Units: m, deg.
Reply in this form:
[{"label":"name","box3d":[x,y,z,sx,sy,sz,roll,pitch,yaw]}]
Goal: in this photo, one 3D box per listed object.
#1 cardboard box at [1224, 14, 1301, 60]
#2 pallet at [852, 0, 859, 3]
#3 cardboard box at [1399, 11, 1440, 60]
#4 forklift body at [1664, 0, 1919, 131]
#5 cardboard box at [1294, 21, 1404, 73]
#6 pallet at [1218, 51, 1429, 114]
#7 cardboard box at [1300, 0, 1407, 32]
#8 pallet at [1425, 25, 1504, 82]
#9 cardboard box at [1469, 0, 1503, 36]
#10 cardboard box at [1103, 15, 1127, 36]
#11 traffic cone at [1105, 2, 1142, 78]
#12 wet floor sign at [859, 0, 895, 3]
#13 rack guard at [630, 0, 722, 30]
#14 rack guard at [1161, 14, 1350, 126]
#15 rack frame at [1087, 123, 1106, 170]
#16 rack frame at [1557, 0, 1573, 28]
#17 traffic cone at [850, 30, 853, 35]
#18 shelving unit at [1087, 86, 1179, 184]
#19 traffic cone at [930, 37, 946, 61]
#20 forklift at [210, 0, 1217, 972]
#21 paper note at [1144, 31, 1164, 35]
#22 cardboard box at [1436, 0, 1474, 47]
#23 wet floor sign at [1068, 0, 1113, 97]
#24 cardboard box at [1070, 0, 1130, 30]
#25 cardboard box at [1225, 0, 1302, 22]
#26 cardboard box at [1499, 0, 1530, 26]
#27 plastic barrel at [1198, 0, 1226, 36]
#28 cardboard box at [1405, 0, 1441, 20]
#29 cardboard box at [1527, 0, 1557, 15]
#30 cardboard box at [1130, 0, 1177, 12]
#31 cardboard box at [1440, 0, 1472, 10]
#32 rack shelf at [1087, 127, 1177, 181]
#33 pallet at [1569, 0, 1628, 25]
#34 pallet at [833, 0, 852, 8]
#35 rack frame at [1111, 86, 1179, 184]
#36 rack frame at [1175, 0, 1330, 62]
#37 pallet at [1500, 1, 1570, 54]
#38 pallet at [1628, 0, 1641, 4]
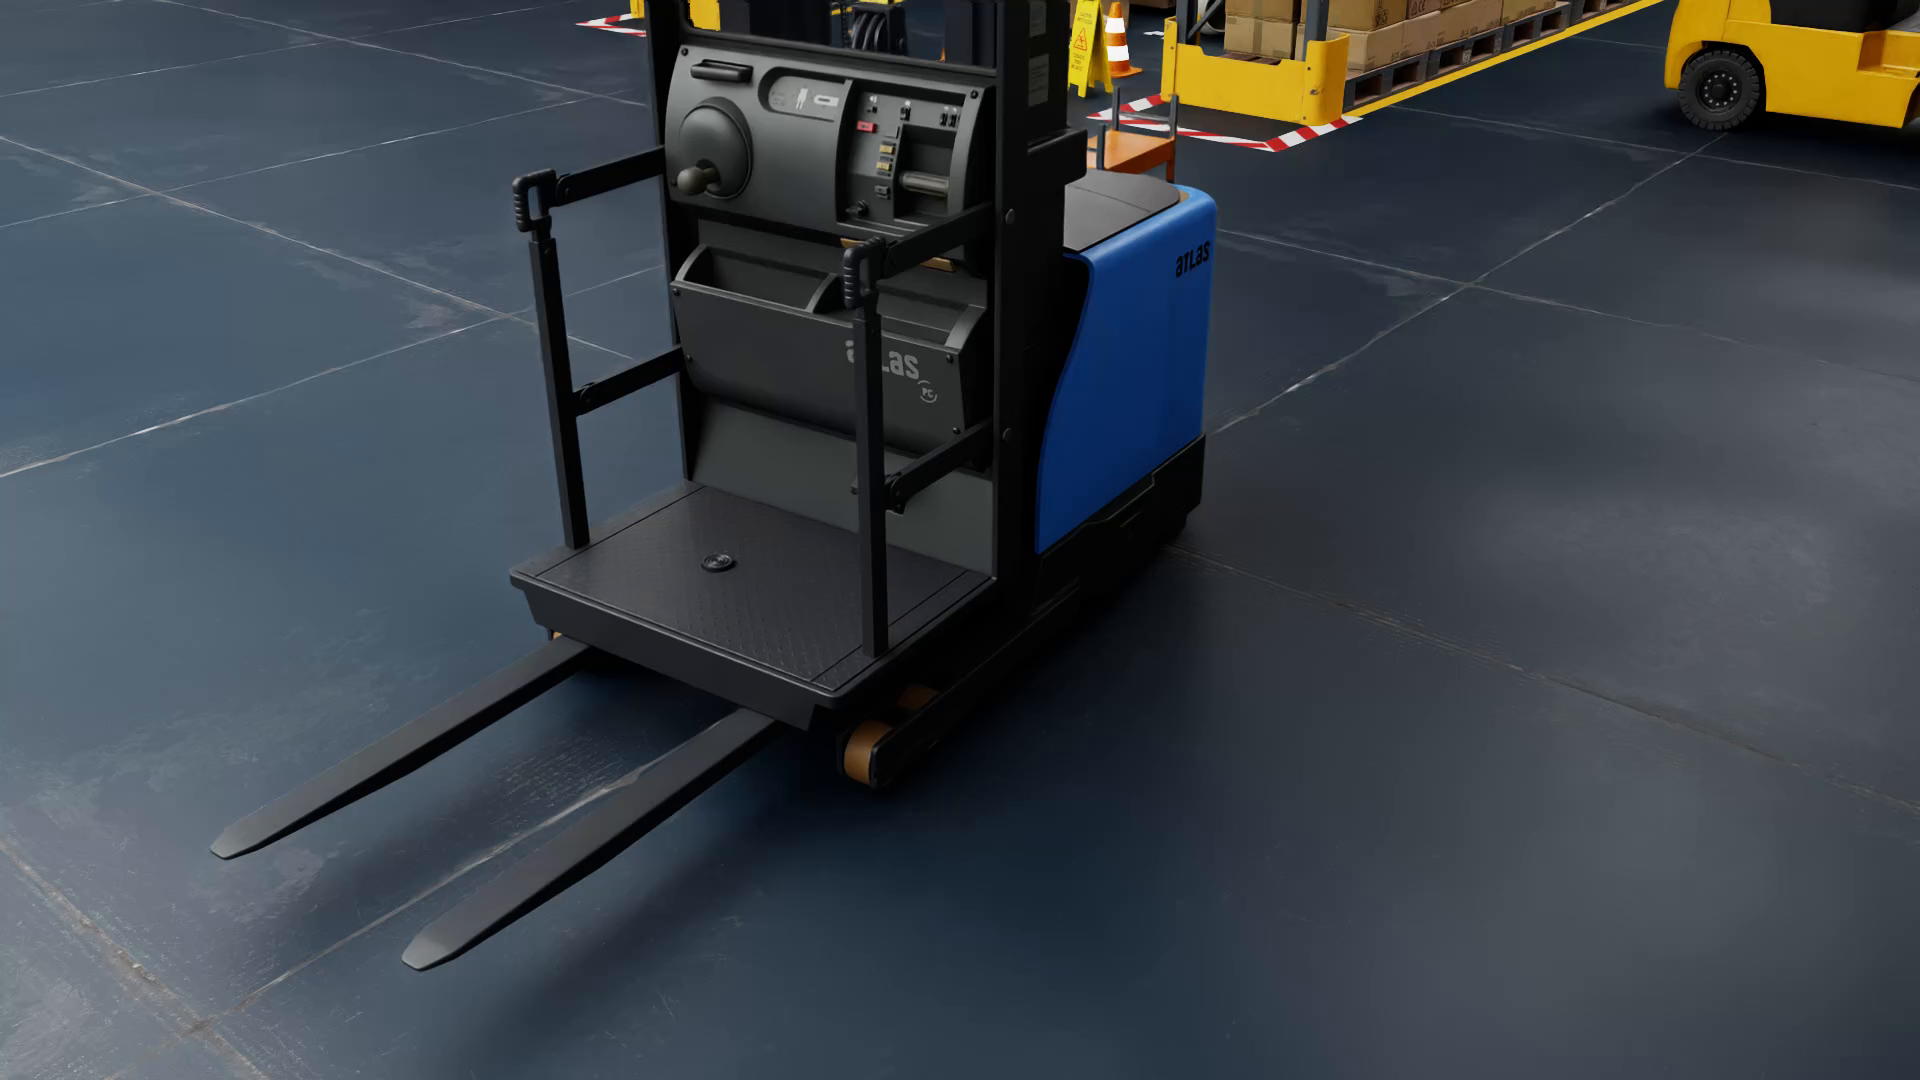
[{"label":"cardboard box","box3d":[2.105,-3.381,11.056,0.500,0.250,0.500,21,34,34]},{"label":"pallet","box3d":[-0.876,-4.951,14.591,1.003,0.211,1.213,21,34,34]},{"label":"cardboard box","box3d":[2.840,-3.391,11.075,0.500,0.250,0.500,22,35,36]},{"label":"forklift body","box3d":[5.414,-3.421,9.522,2.313,2.155,1.214,21,34,34]},{"label":"cardboard box","box3d":[2.509,-3.212,10.730,0.500,0.250,0.500,20,34,34]},{"label":"pallet","box3d":[2.375,-3.108,11.028,1.003,0.211,1.213,21,34,34]},{"label":"cardboard box","box3d":[2.524,-3.554,10.574,0.500,0.500,0.500,19,33,33]},{"label":"pallet","box3d":[3.152,-3.538,11.860,1.003,0.211,1.213,21,34,34]},{"label":"cardboard box","box3d":[3.501,-3.766,11.801,0.500,0.250,0.500,21,34,35]},{"label":"cardboard box","box3d":[1.058,-3.830,12.492,0.250,0.149,0.380,-10,29,-18]},{"label":"traffic cone","box3d":[1.061,-3.444,11.404,0.336,0.463,0.334,21,34,34]},{"label":"wet floor sign","box3d":[-0.591,-3.818,11.928,0.267,0.644,0.232,15,31,26]},{"label":"rack guard","box3d":[-2.116,-4.334,13.083,1.175,0.500,0.348,21,34,34]},{"label":"rack guard","box3d":[1.831,-2.958,10.424,1.175,0.500,0.348,21,34,34]},{"label":"rack frame","box3d":[0.345,-0.772,5.437,0.240,1.200,0.015,17,32,30]},{"label":"rack frame","box3d":[4.327,-5.460,12.539,1.000,3.000,0.127,21,34,34]},{"label":"traffic cone","box3d":[-0.667,-4.099,12.670,0.336,0.463,0.334,21,34,34]},{"label":"shelving unit","box3d":[0.481,-0.865,5.617,0.258,1.200,0.503,17,32,30]},{"label":"traffic cone","box3d":[-0.012,-3.648,11.798,0.336,0.463,0.334,21,34,34]},{"label":"forklift","box3d":[-0.464,-0.944,3.885,1.130,2.935,3.031,17,32,30]},{"label":"paper note","box3d":[1.504,-3.892,12.753,0.142,0.019,0.148,-15,31,-27]},{"label":"cardboard box","box3d":[3.177,-3.588,11.457,0.500,0.250,0.500,24,35,38]},{"label":"wet floor sign","box3d":[0.836,-3.241,10.813,0.232,0.644,0.267,-15,31,-27]},{"label":"cardboard box","box3d":[0.947,-4.295,13.006,0.797,0.503,0.637,0,27,0]},{"label":"cardboard box","box3d":[2.091,-3.700,10.857,0.500,0.500,0.500,21,34,35]},{"label":"cardboard box","box3d":[3.828,-3.945,12.147,0.500,0.250,0.500,20,33,33]},{"label":"plastic barrel","box3d":[1.929,-4.072,12.661,0.421,0.421,0.512,-5,28,-9]},{"label":"cardboard box","box3d":[2.853,-3.740,10.935,0.500,0.500,0.500,19,33,33]},{"label":"cardboard box","box3d":[4.159,-4.137,12.518,0.500,0.250,0.500,23,35,37]},{"label":"cardboard box","box3d":[1.535,-4.690,13.620,0.797,0.637,0.503,21,34,34]},{"label":"cardboard box","box3d":[3.179,-3.916,11.274,0.500,0.500,0.500,22,34,35]},{"label":"rack shelf","box3d":[0.481,-1.214,5.436,0.258,0.148,0.480,17,32,30]},{"label":"pallet","box3d":[4.821,-4.498,13.715,1.003,0.211,1.213,21,34,34]},{"label":"pallet","box3d":[-1.653,-4.520,13.758,1.003,0.211,1.213,21,34,34]},{"label":"rack frame","box3d":[0.617,-0.958,5.797,0.240,1.200,0.015,17,32,30]},{"label":"rack frame","box3d":[1.783,-4.042,9.798,1.000,3.000,0.127,21,34,34]},{"label":"pallet","box3d":[3.927,-3.973,12.700,1.003,0.211,1.213,21,34,34]},{"label":"pallet","box3d":[5.597,-4.932,14.554,1.003,0.211,1.213,21,34,34]}]
